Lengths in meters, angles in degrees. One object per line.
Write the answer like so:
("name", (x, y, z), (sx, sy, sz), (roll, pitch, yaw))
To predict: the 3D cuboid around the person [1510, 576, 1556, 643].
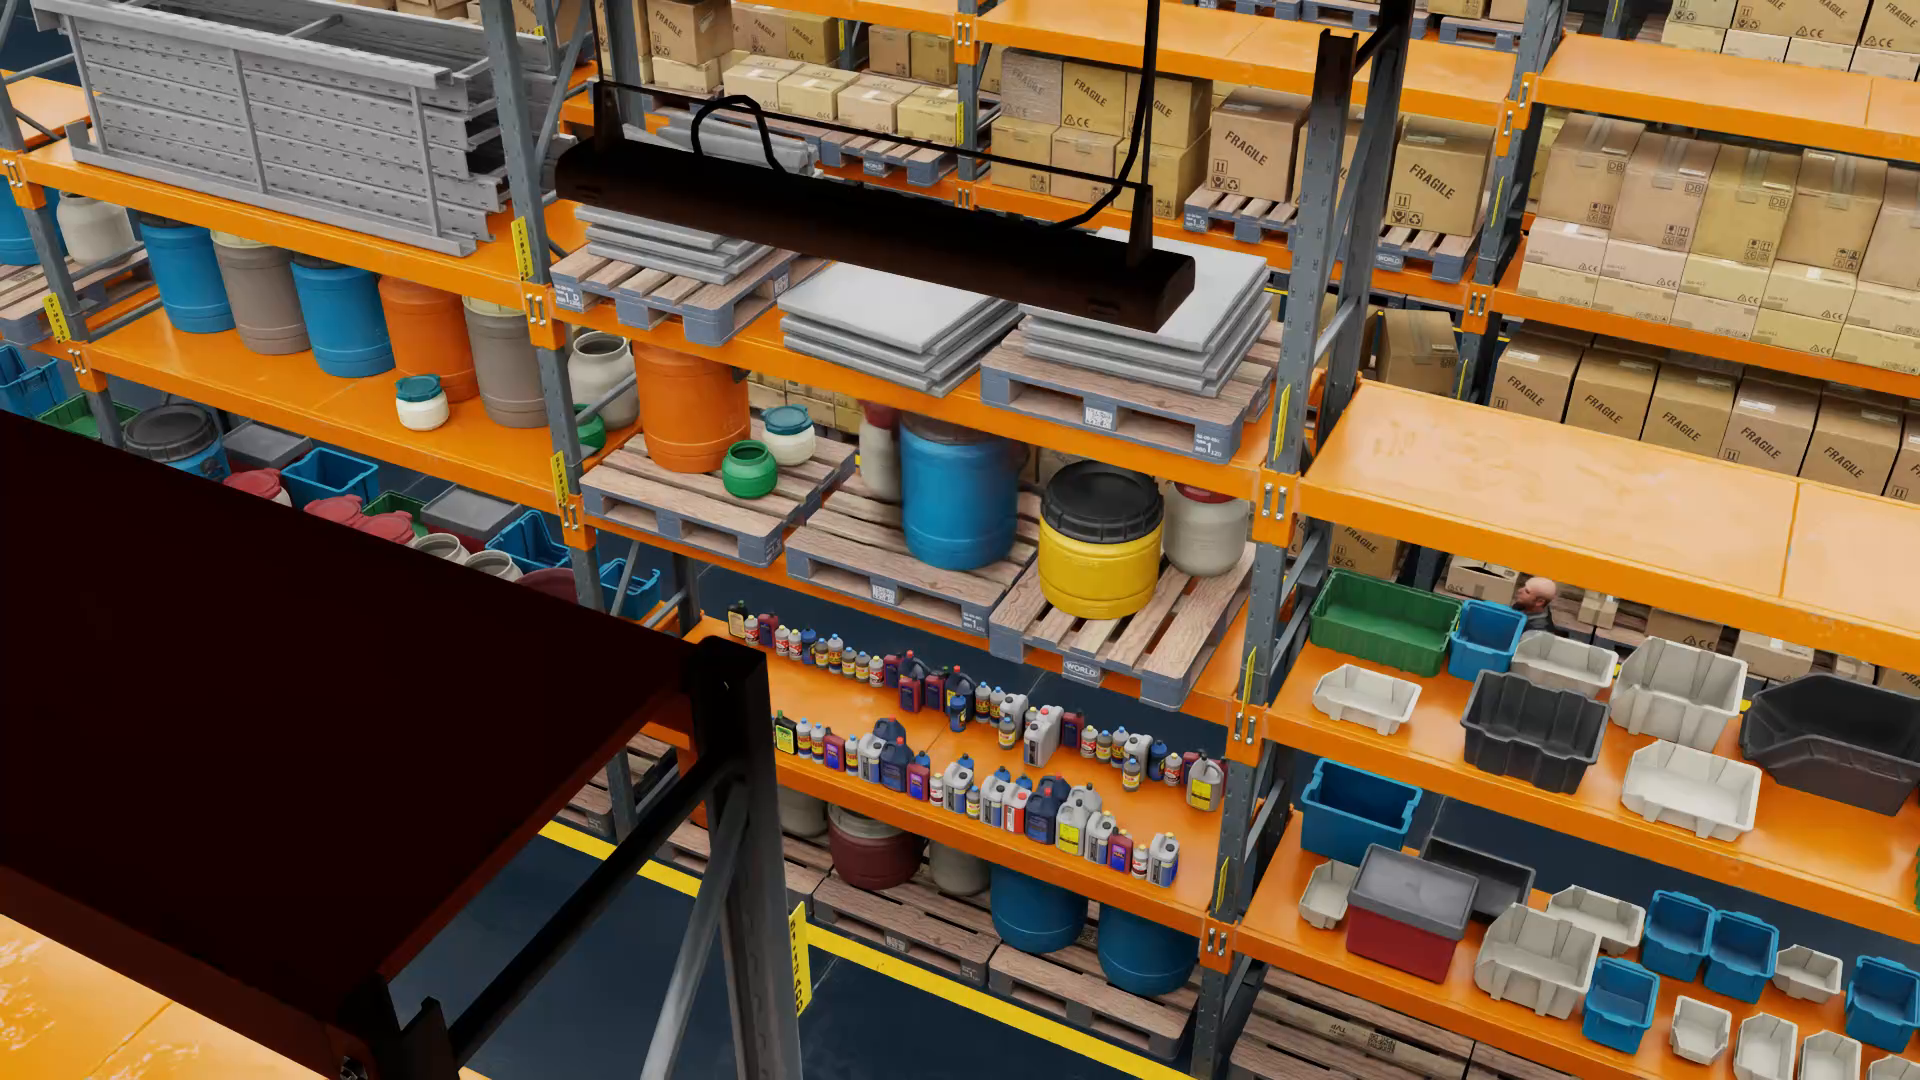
("person", (3.676, 0.905, 11.123), (1.084, 1.667, 0.548), (14, 37, 19))
